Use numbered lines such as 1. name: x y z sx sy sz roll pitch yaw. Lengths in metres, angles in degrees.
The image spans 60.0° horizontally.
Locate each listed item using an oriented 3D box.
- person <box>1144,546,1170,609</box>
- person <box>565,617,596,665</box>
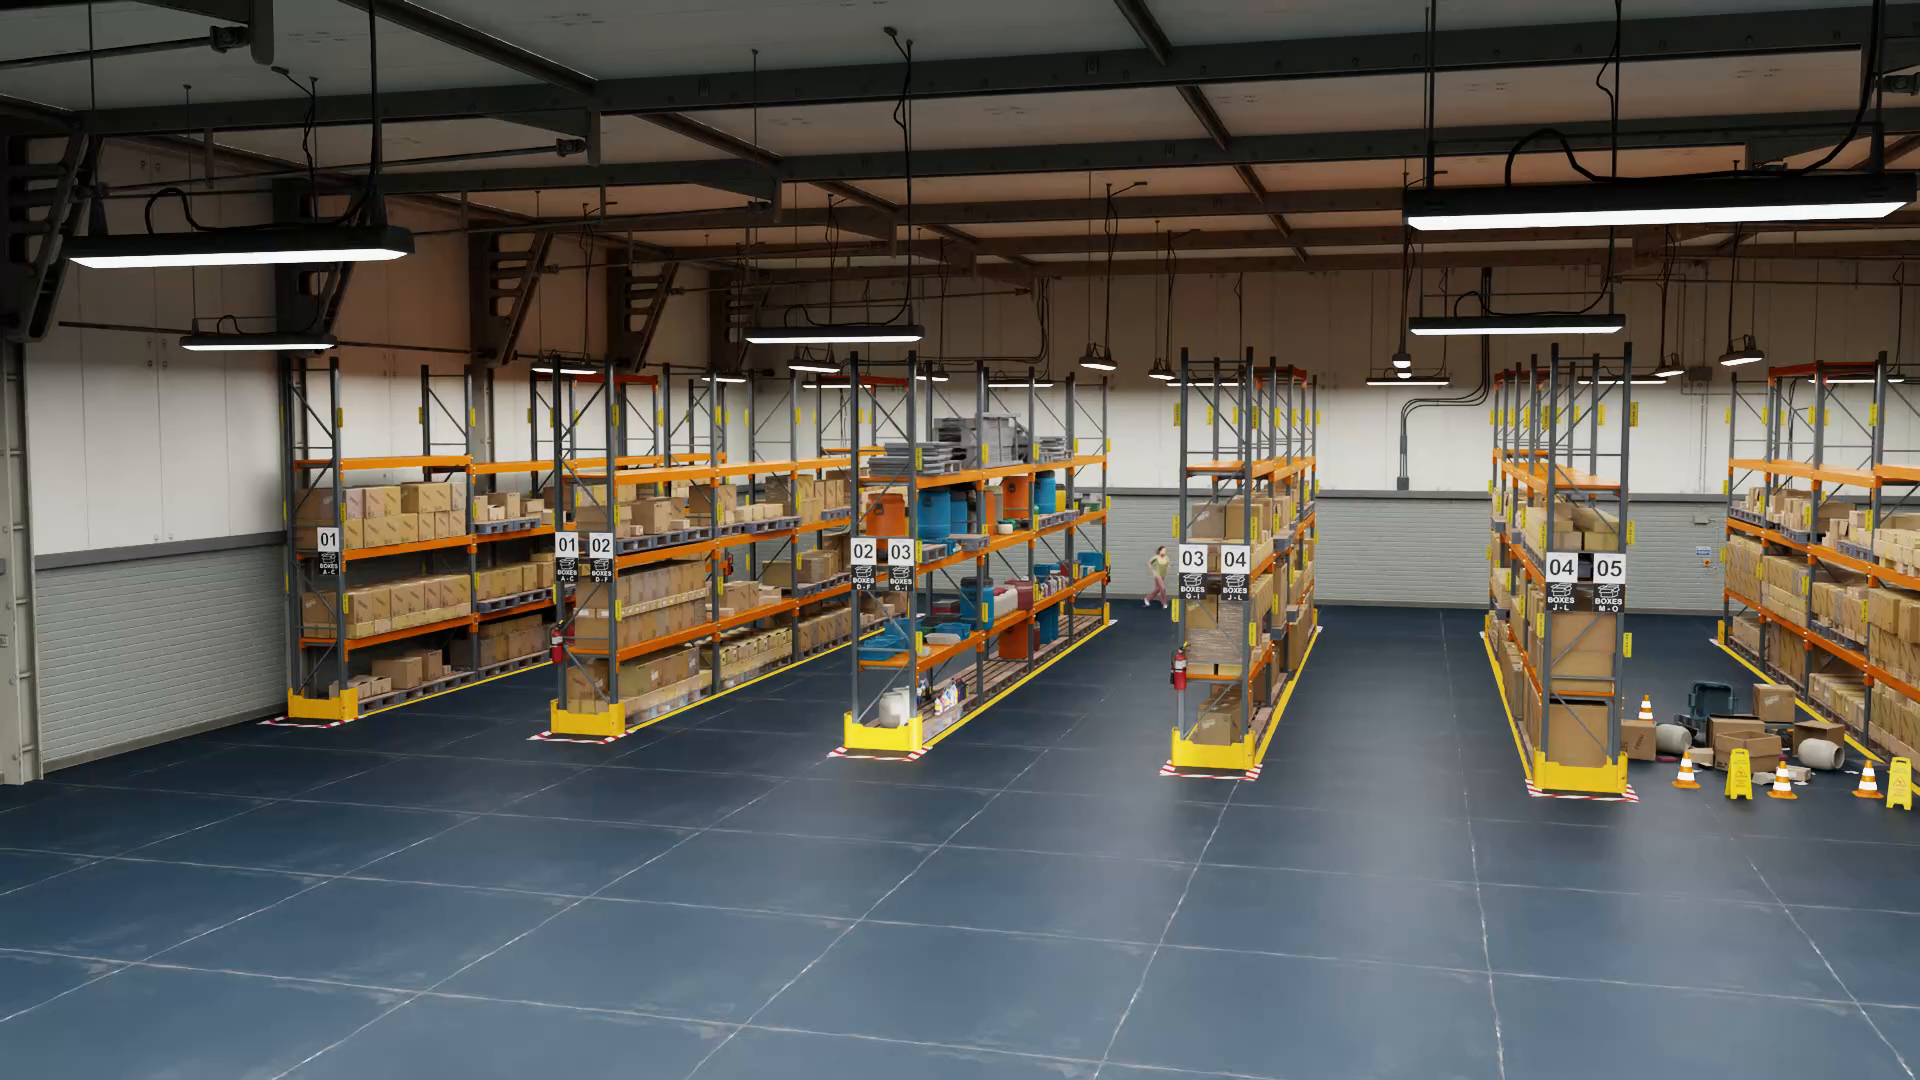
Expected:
1. person: 5.207 0.966 43.761 0.558 1.643 0.813 -3 5 -36
2. person: -6.808 2.058 30.150 0.644 1.537 1.141 0 4 -3
